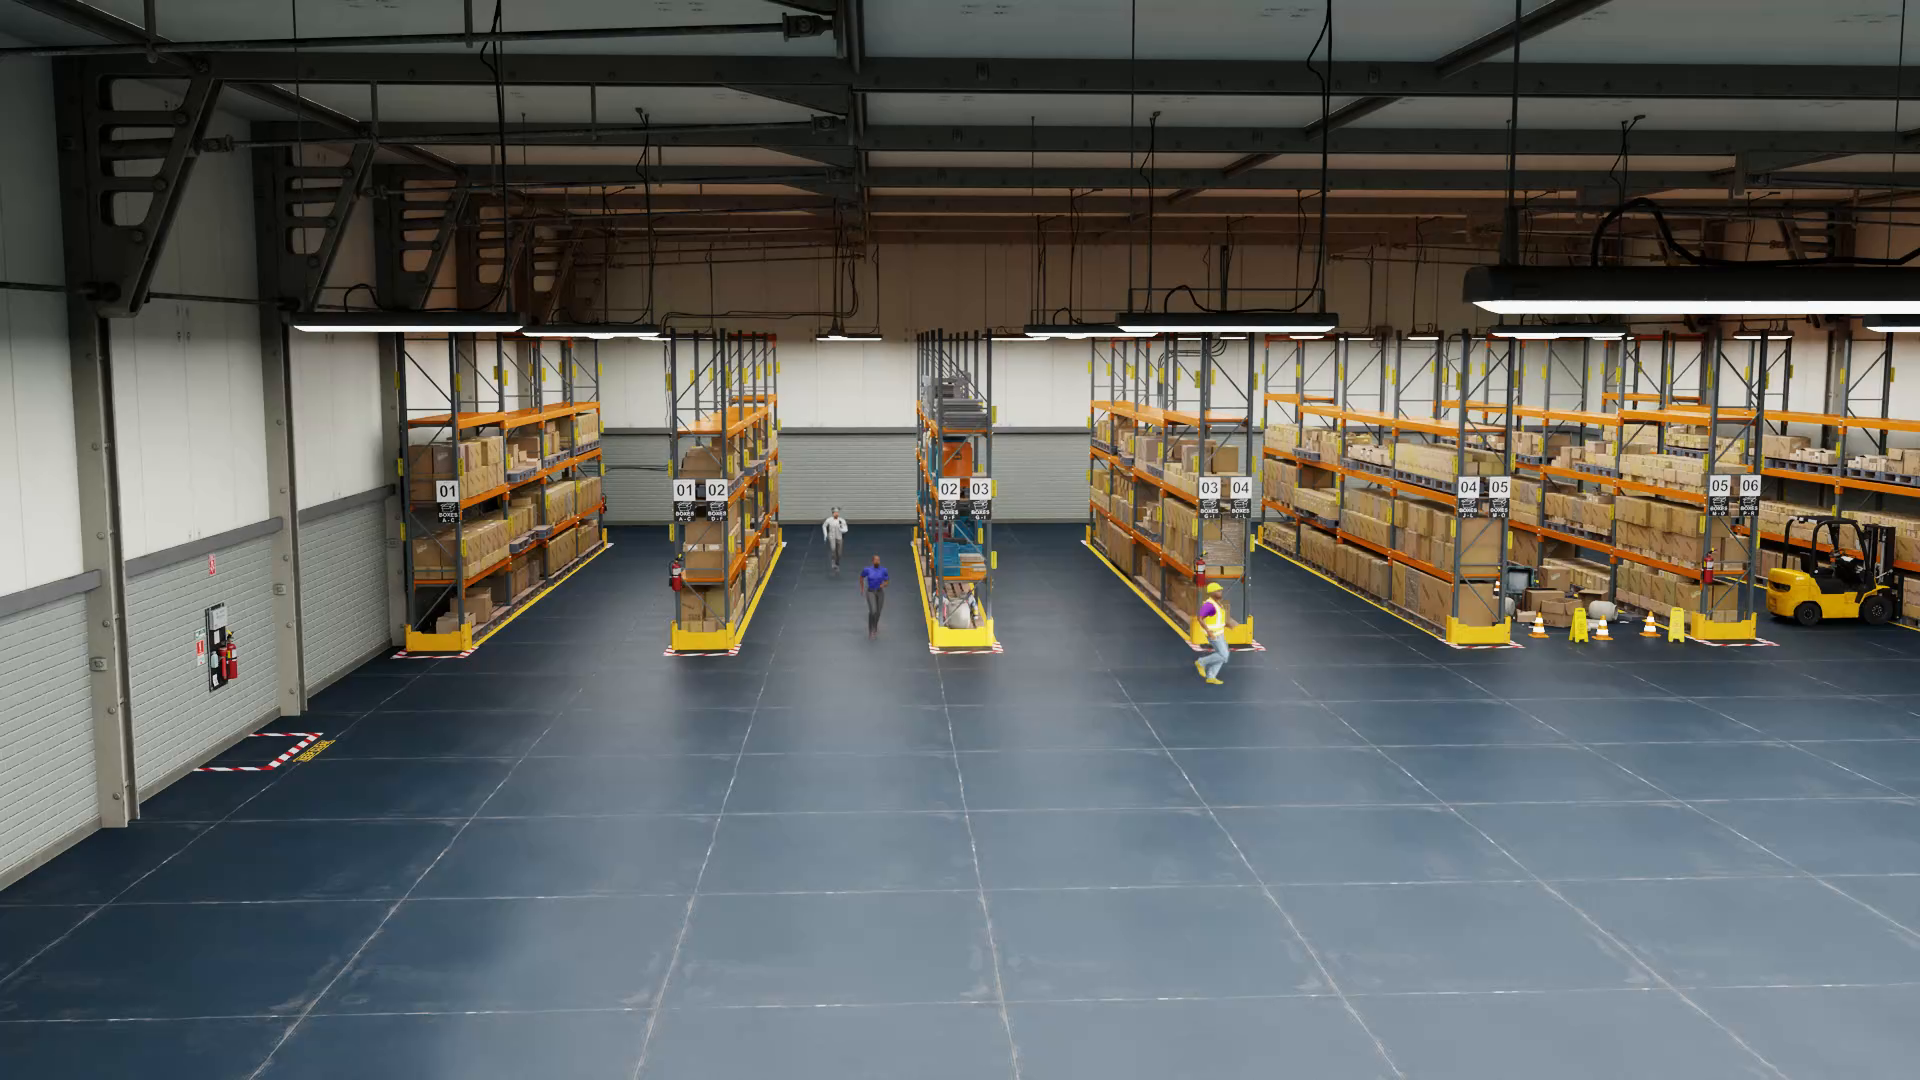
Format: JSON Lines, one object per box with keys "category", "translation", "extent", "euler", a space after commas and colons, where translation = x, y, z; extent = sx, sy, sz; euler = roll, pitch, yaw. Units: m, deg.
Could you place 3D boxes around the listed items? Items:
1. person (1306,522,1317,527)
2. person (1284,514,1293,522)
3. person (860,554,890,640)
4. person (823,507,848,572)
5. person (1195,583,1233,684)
{"category": "person", "translation": [10.401, -0.863, 49.021], "extent": [0.772, 1.622, 0.945], "euler": [-3, 7, -24]}
{"category": "person", "translation": [9.759, -0.820, 49.016], "extent": [0.554, 1.568, 0.523], "euler": [-1, 7, -4]}
{"category": "person", "translation": [-1.643, 1.106, 32.338], "extent": [0.532, 1.682, 0.778], "euler": [-2, 7, -16]}
{"category": "person", "translation": [-3.072, -0.003, 41.075], "extent": [0.579, 1.662, 0.835], "euler": [-1, 7, -12]}
{"category": "person", "translation": [4.287, 1.578, 28.037], "extent": [0.583, 1.724, 0.711], "euler": [3, 7, 24]}
